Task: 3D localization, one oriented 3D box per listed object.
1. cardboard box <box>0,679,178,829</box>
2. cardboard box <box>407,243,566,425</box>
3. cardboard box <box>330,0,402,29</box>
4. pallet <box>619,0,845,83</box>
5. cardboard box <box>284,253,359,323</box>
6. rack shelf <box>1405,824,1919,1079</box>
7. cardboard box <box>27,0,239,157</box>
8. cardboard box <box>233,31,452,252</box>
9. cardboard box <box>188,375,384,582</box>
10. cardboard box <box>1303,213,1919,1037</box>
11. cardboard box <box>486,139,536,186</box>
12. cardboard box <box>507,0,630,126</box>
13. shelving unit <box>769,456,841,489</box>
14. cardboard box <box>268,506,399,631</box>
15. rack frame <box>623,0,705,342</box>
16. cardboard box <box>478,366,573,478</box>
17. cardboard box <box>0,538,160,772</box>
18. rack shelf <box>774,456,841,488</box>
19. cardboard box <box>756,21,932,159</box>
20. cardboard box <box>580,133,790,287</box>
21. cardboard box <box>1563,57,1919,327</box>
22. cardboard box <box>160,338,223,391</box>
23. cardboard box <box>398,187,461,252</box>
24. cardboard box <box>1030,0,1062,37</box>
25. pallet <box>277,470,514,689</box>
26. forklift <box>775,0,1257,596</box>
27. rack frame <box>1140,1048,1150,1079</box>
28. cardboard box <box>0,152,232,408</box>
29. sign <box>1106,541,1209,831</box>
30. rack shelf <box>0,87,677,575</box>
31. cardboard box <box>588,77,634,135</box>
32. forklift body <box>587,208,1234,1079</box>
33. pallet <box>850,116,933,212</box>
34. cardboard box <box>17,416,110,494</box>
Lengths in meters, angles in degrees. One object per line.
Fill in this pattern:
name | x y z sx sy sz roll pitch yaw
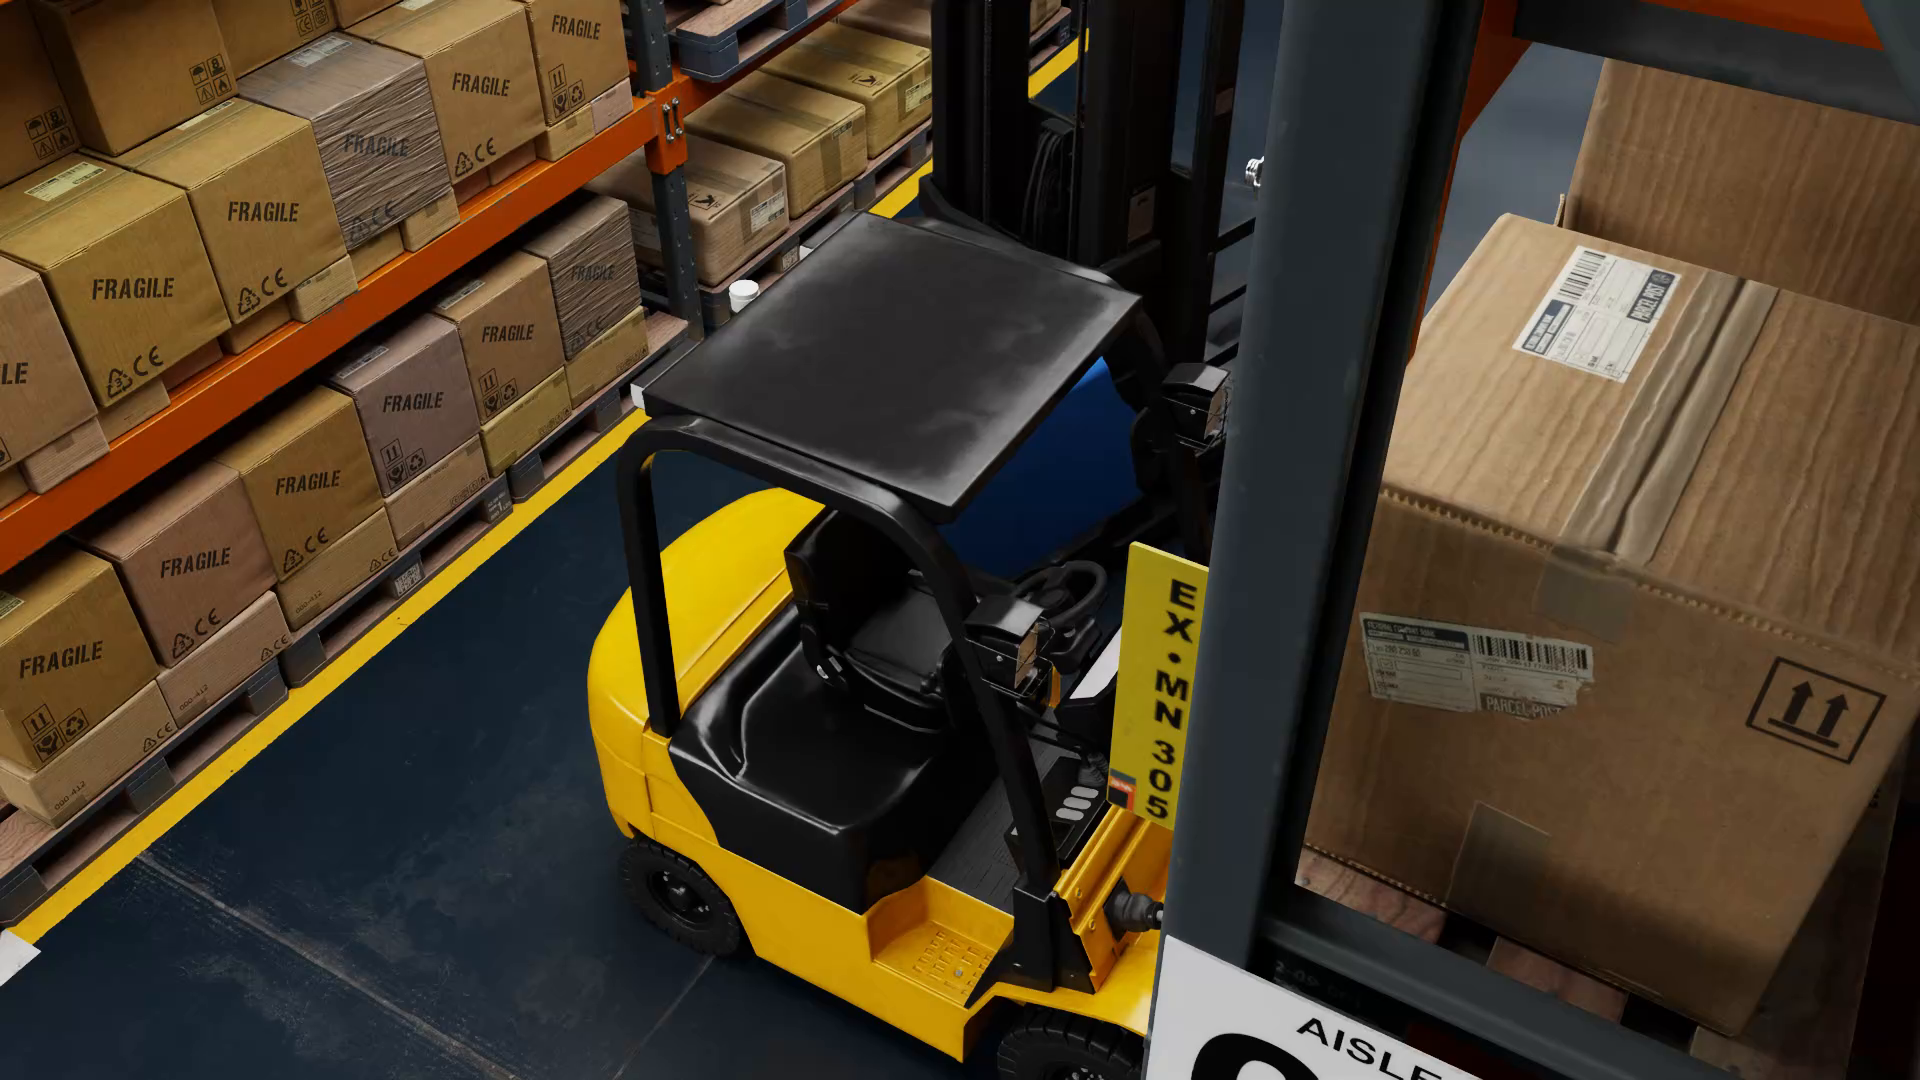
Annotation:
cardboard box | -3.011 0.620 5.539 0.500 0.250 0.500 21 45 22
cardboard box | -1.969 -0.861 6.653 0.500 0.500 0.500 22 46 23
cardboard box | -2.335 -2.232 5.958 0.700 0.500 0.500 21 46 22
pallet | -1.144 -2.490 7.453 1.003 0.211 1.213 21 45 22
cardboard box | -2.307 -0.916 5.710 0.380 0.149 0.250 21 46 22
rack shelf | 1.646 -0.245 3.033 1.077 0.370 4.000 21 45 22
cardboard box | -2.792 -1.625 5.269 0.700 0.500 0.500 21 45 22
cardboard box | -2.167 -1.390 5.758 0.500 0.500 0.500 22 46 23
cardboard box | -2.484 -0.260 5.971 0.500 0.500 0.500 22 46 23
cardboard box | 0.655 0.063 1.670 0.500 0.500 0.500 22 46 23
cardboard box | -1.867 -1.525 6.403 0.380 0.149 0.250 21 46 22
cardboard box | -1.660 -1.985 6.434 0.500 0.500 0.500 20 45 21
shelving unit | -0.526 -0.024 6.096 0.210 0.900 0.258 -32 50 -31
cardboard box | -2.487 0.014 6.227 0.500 0.250 0.500 24 47 25
rack frame | -1.653 -2.173 6.948 1.000 3.000 0.127 21 45 22
cardboard box | -1.974 -0.563 6.883 0.500 0.250 0.500 20 45 21
cardboard box | -3.000 0.325 5.307 0.500 0.500 0.500 19 45 21
rack shelf | -0.526 -0.201 5.939 0.200 0.077 0.258 -32 50 -31
cardboard box | -0.689 -2.456 8.940 0.950 0.372 0.625 22 46 23
cardboard box | -1.392 -1.645 8.019 0.950 0.372 0.625 21 46 23
cardboard box | 1.255 -0.490 2.298 0.700 0.500 0.500 21 46 22
cardboard box | -2.641 -0.650 5.409 0.380 0.149 0.250 22 46 23
cardboard box | -2.055 -1.211 6.046 0.380 0.149 0.250 20 45 21
cardboard box | 0.058 -3.313 9.913 0.950 0.372 0.625 18 44 19
pallet | -2.568 -0.030 6.624 1.003 0.211 1.213 21 45 22
forklift | 0.694 -1.497 6.232 3.031 2.935 1.130 -32 50 -31
rack frame | 0.645 1.755 2.487 1.000 3.000 0.127 21 45 22
cardboard box | -2.667 -0.802 5.090 0.500 0.500 0.500 20 45 21
sign | 0.182 0.140 1.442 0.100 0.325 0.005 21 45 22
rack shelf | -2.654 -0.758 5.886 1.077 0.370 4.000 21 45 22
cardboard box | -1.550 -1.794 6.707 0.380 0.149 0.250 20 45 22
forklift body | 0.014 0.386 4.685 2.313 2.155 1.214 21 45 22
pallet | -0.655 -2.273 9.171 1.003 0.211 1.213 21 45 22
cardboard box | -2.821 -0.320 5.034 0.380 0.149 0.250 22 46 23
